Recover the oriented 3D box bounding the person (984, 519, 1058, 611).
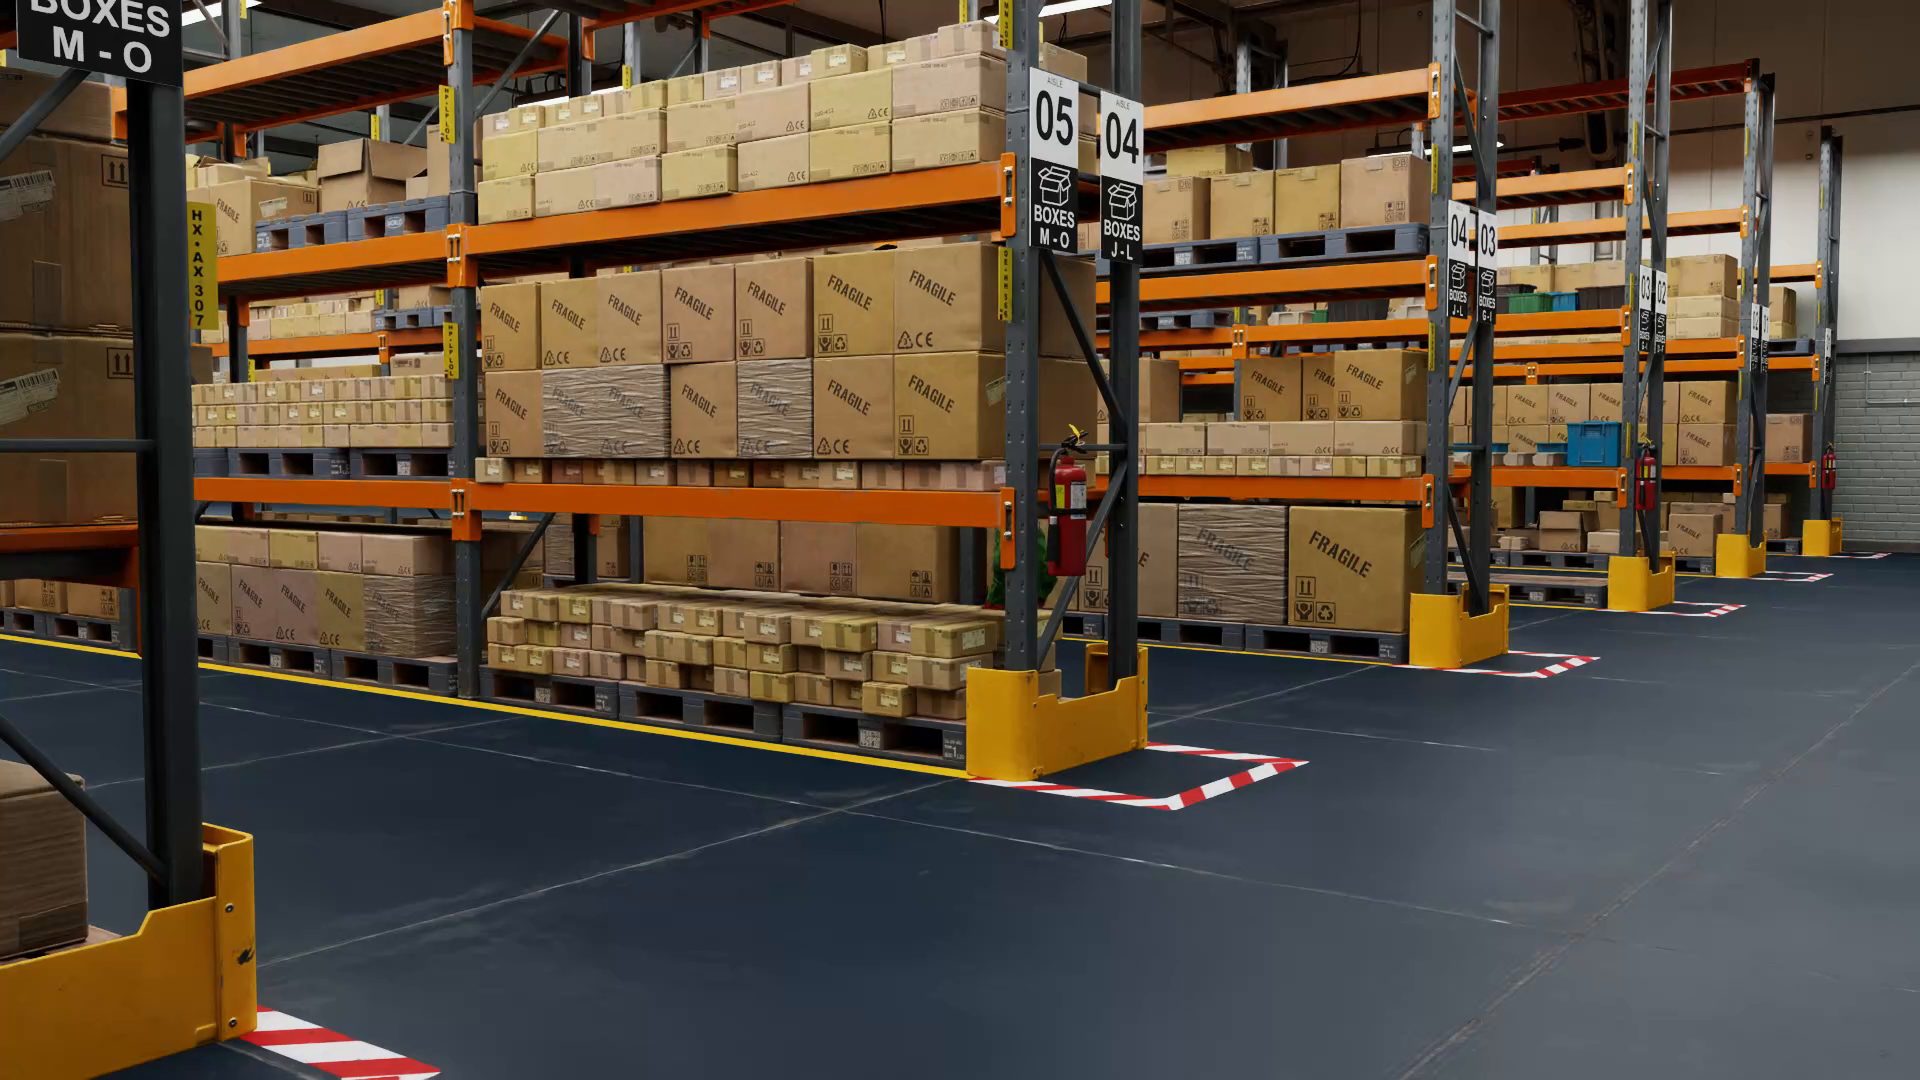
[{"bbox_3d":[0.415,-0.067,12.173,0.528,1.784,0.580,2,4,29],"label":"person"}]
